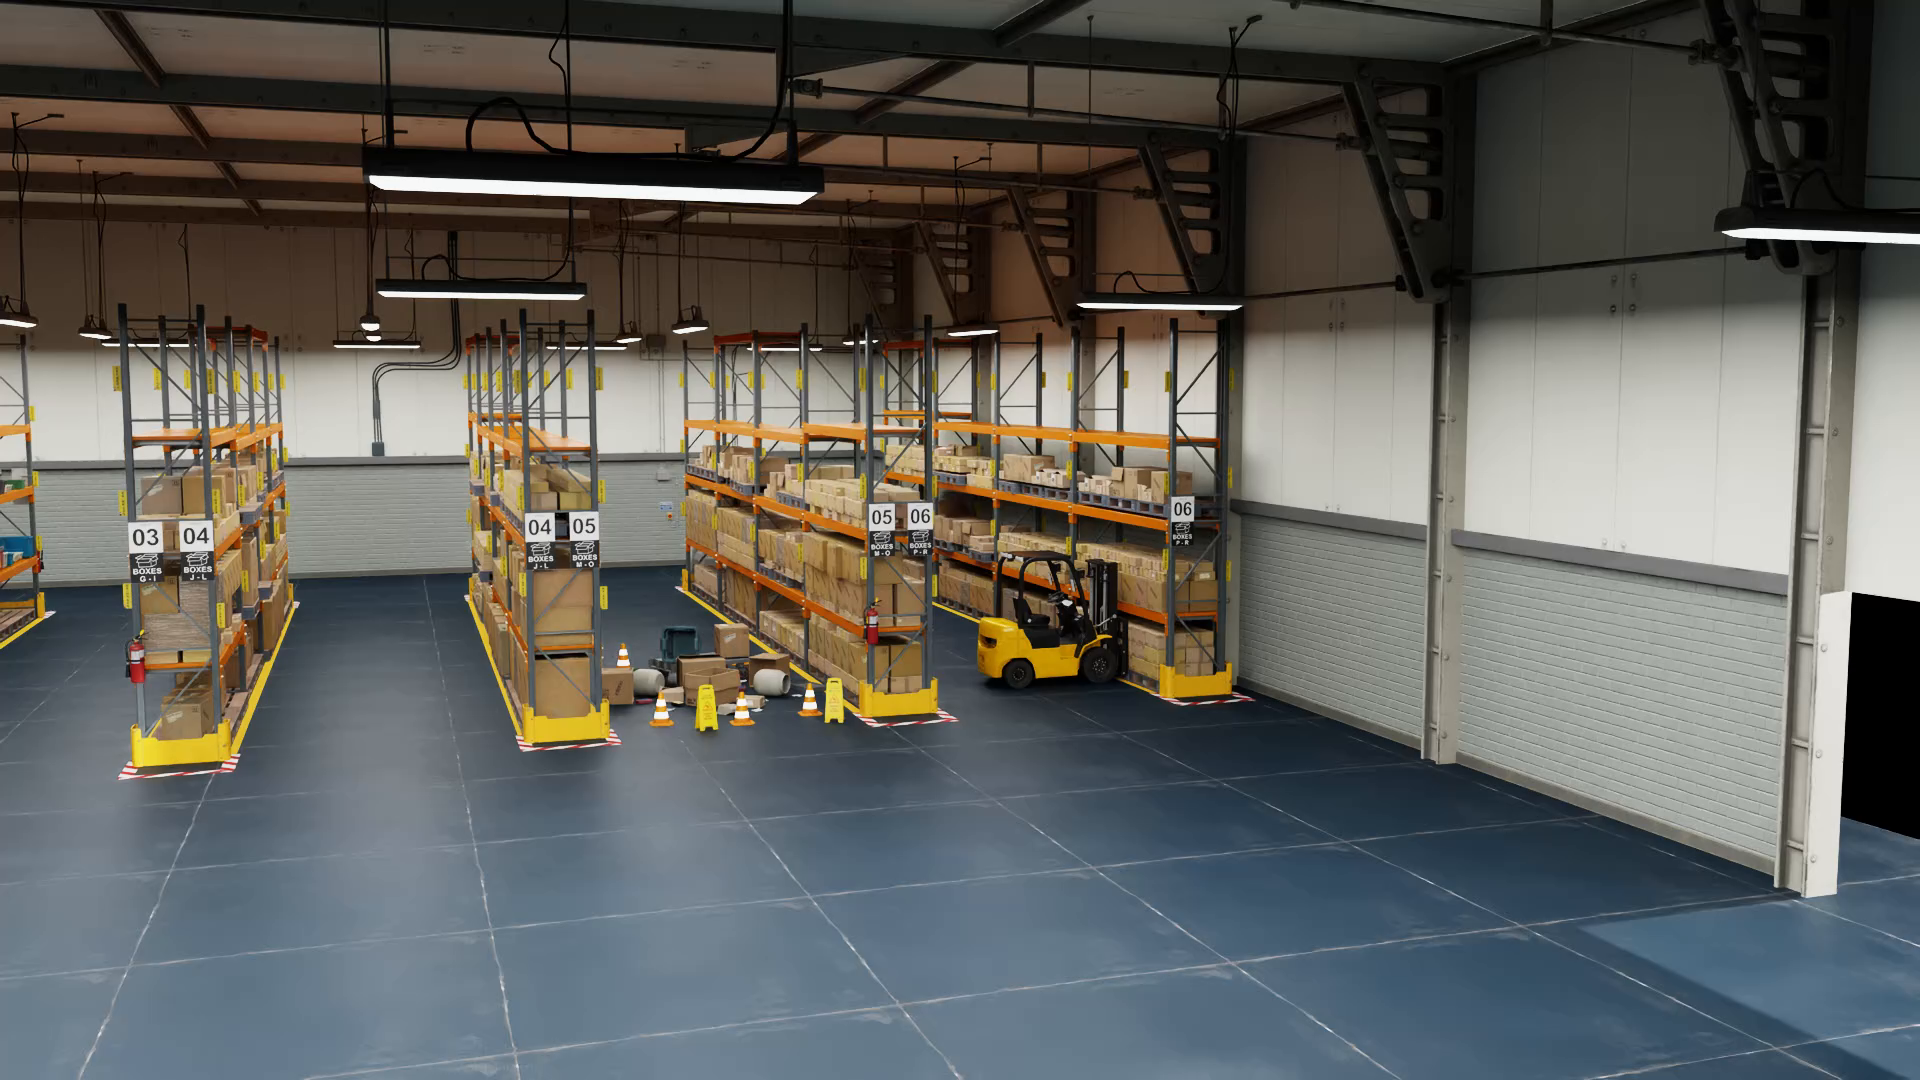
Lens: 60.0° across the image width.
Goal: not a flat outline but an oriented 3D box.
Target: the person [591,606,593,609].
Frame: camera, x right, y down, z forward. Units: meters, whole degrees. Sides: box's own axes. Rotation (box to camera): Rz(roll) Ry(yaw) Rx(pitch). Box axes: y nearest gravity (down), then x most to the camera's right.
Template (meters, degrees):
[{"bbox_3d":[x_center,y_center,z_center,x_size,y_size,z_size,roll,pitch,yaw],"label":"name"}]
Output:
[{"bbox_3d":[-8.338,0.695,36.698,0.525,1.665,0.382,5,7,43],"label":"person"}]

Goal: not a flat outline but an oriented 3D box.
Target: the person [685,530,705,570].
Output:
[{"bbox_3d":[-6.639,0.181,41.608,0.598,1.781,0.429,-1,6,-11],"label":"person"}]
